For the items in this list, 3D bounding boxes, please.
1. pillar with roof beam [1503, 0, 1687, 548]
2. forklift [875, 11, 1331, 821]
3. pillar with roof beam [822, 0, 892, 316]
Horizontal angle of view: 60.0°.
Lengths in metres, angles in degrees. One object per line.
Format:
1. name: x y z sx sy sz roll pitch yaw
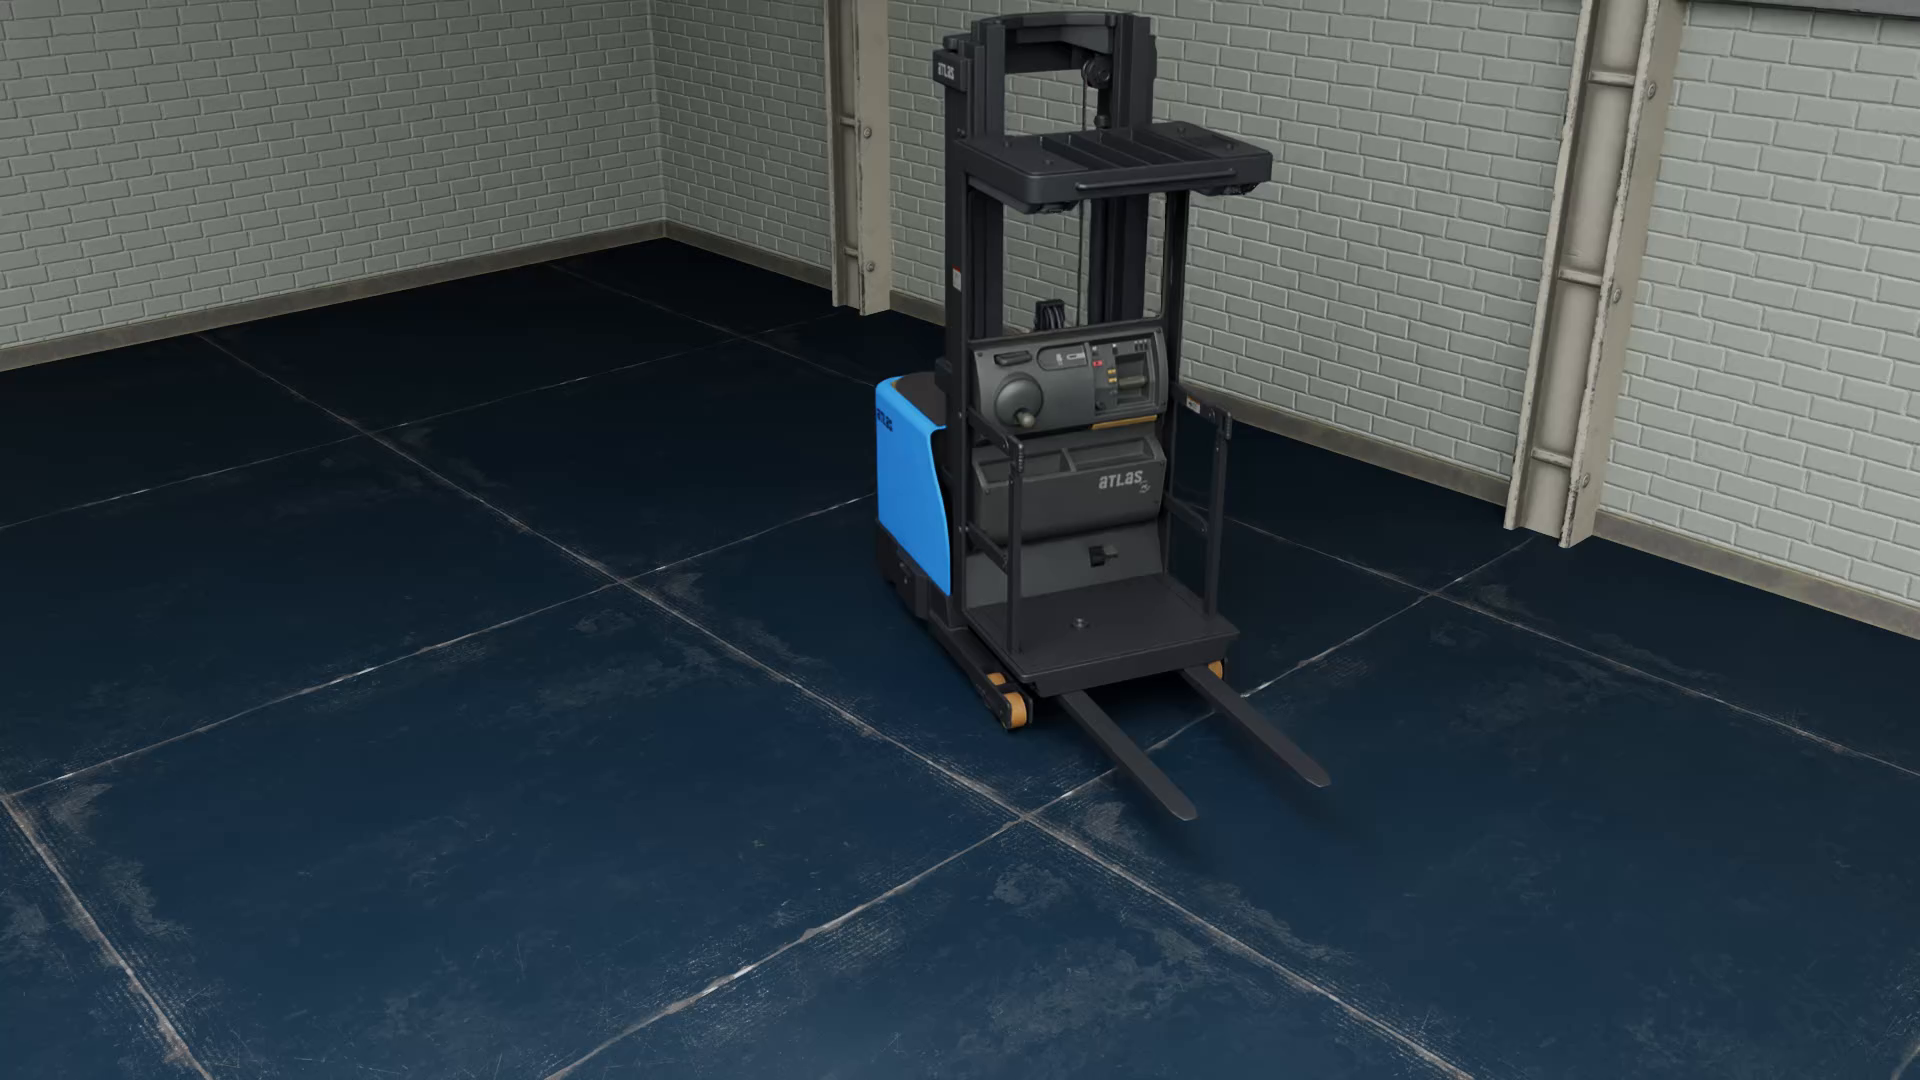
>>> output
1. pillar with roof beam: 0.175 -2.929 4.828 9.100 9.000 0.400 -21 32 -38
2. forklift: 0.586 -0.691 7.233 1.130 2.935 3.031 -10 26 -20
3. pillar with roof beam: -3.926 -4.747 8.813 9.100 9.000 0.400 -21 32 -38
